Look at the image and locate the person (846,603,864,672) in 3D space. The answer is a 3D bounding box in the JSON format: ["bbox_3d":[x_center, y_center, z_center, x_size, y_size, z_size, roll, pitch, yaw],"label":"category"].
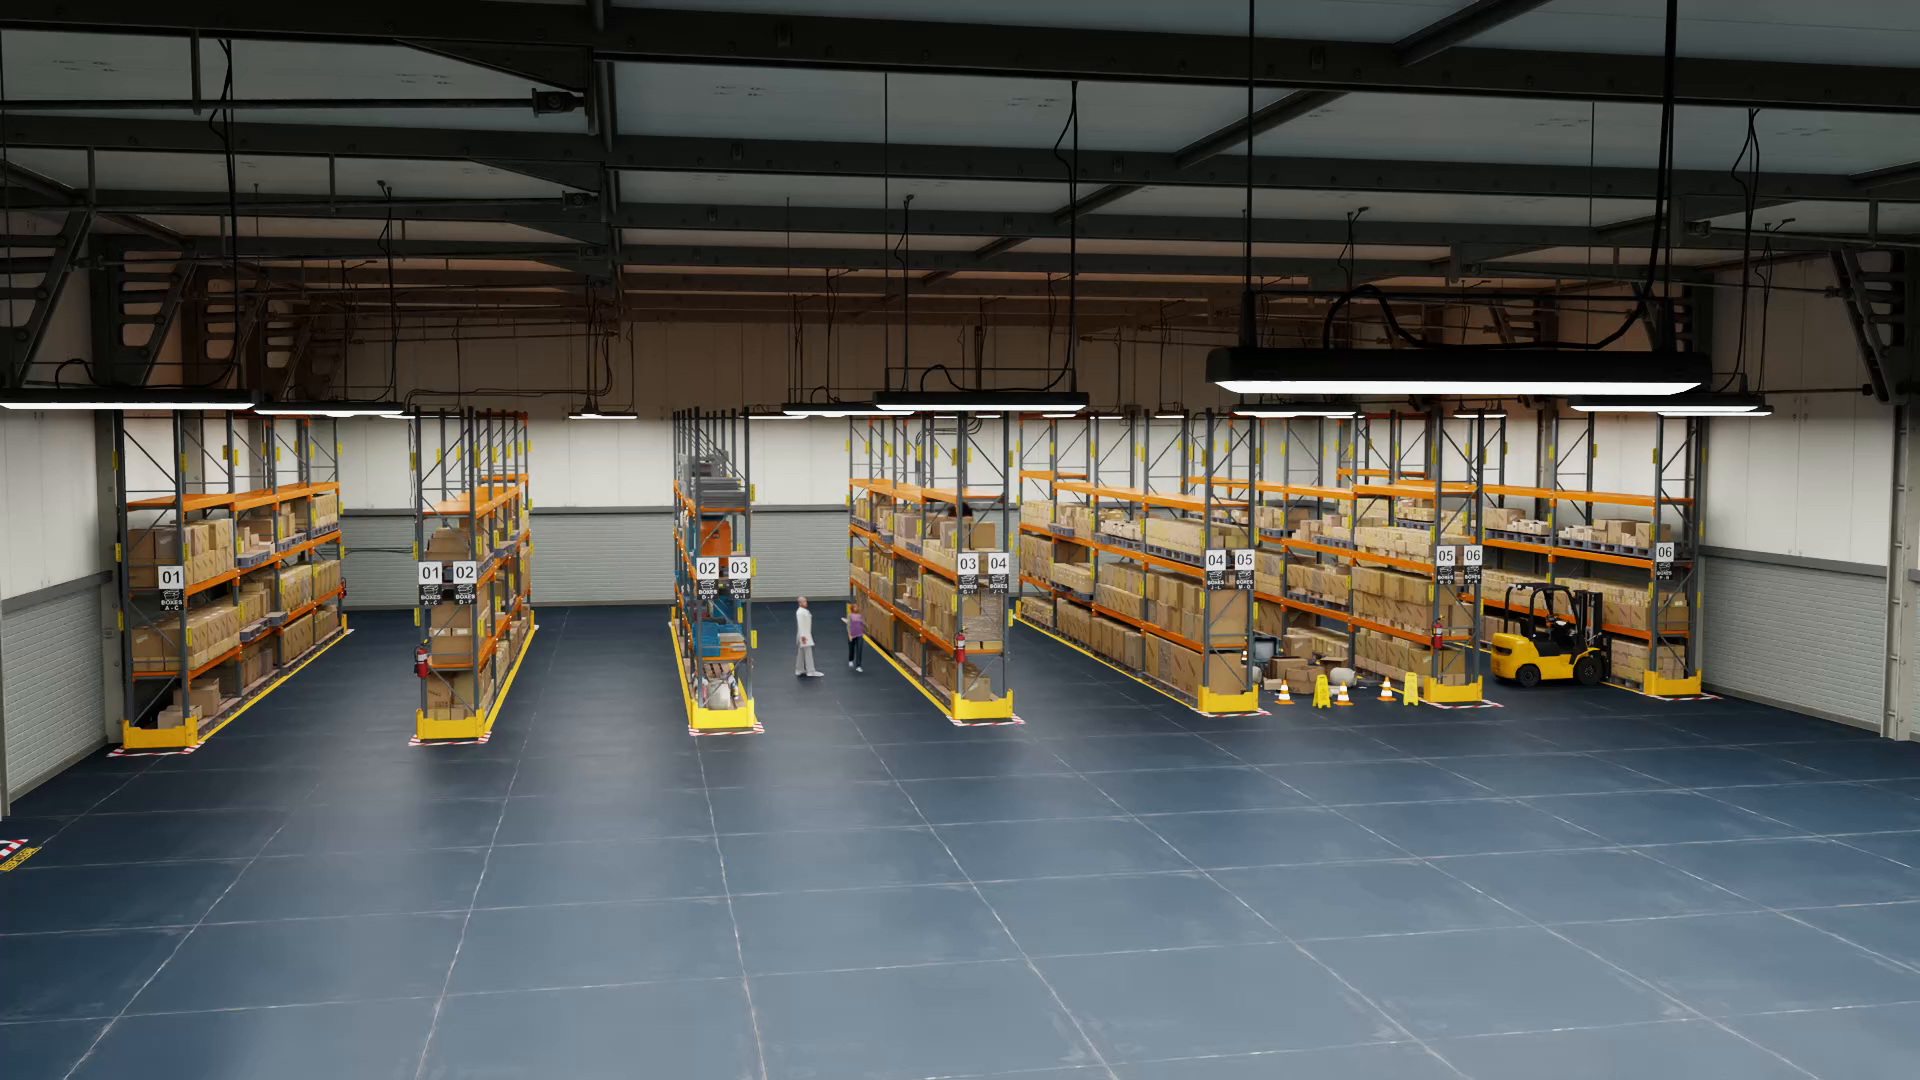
[{"bbox_3d":[-2.409,2.224,38.273,0.432,1.542,0.818,-1,4,-12],"label":"person"}]

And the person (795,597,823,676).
[{"bbox_3d":[-3.410,2.168,37.520,0.627,1.771,0.601,0,4,-7],"label":"person"}]
